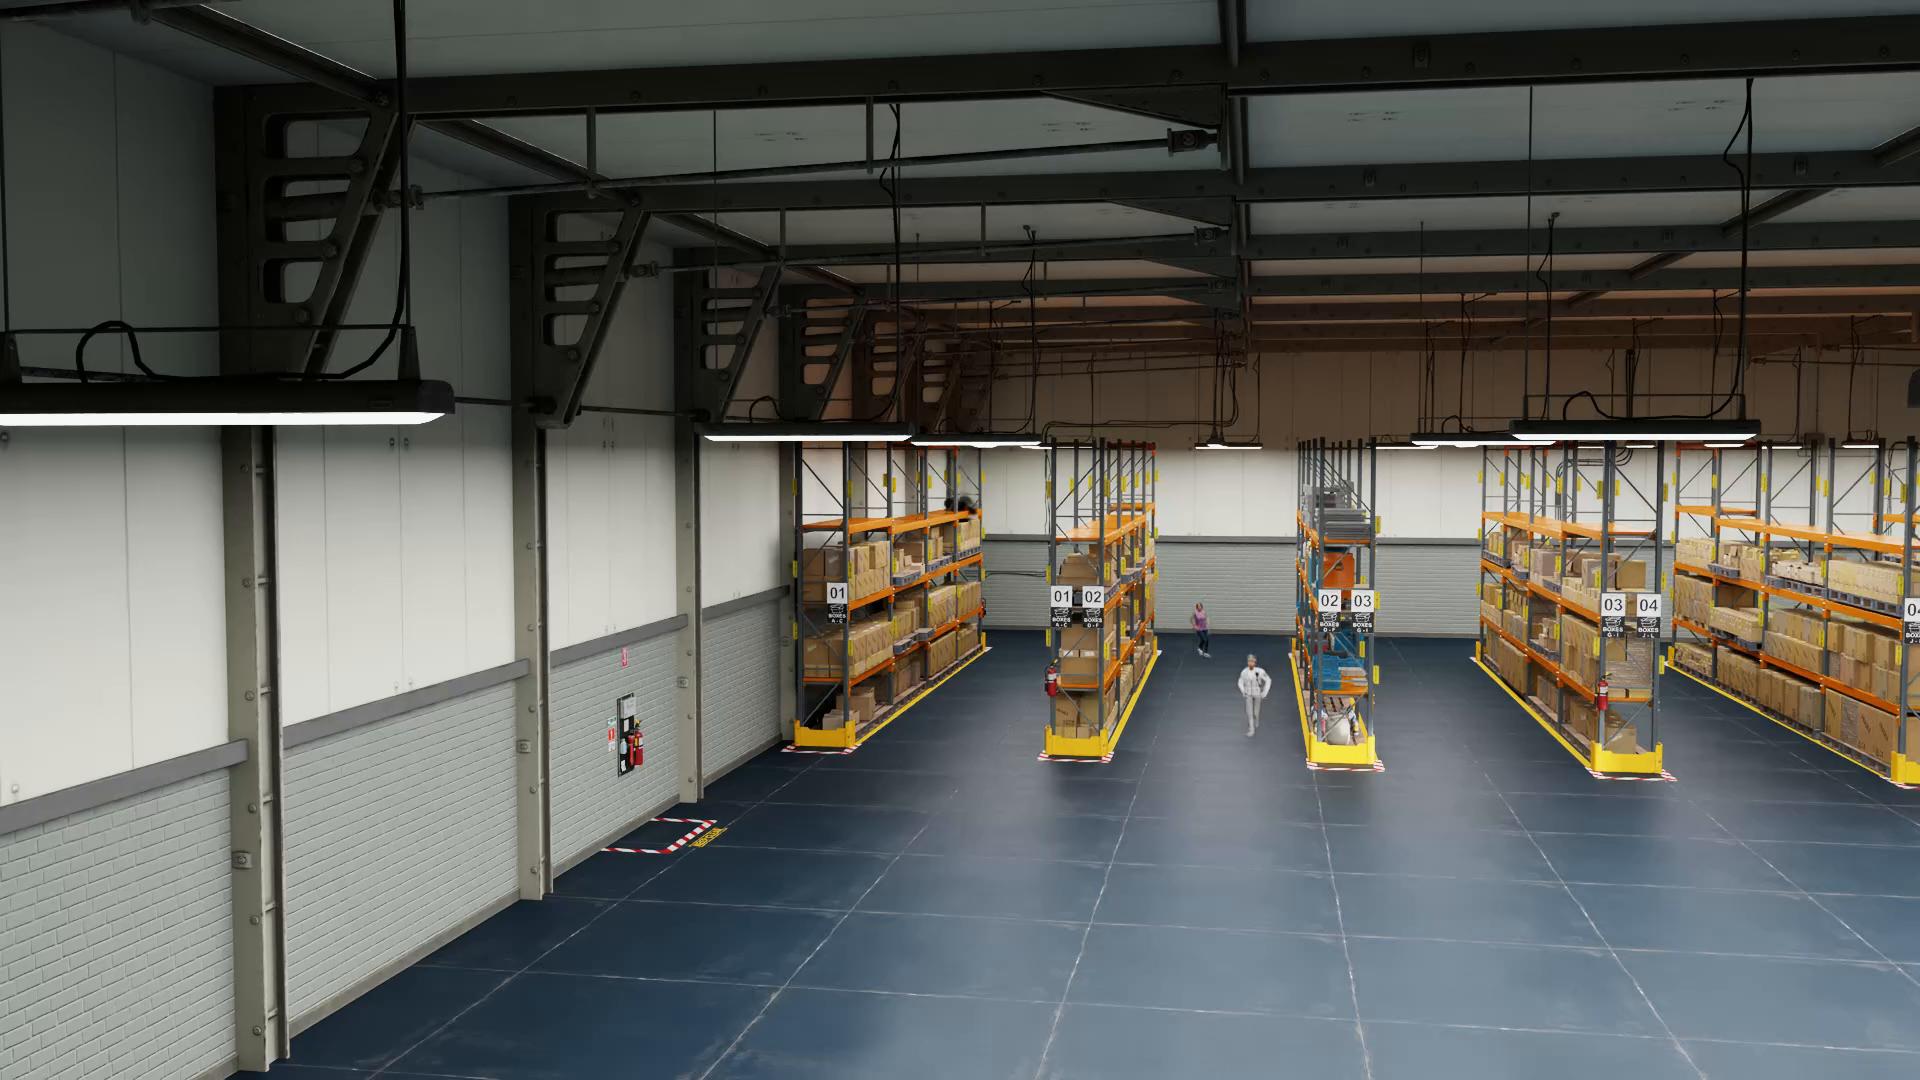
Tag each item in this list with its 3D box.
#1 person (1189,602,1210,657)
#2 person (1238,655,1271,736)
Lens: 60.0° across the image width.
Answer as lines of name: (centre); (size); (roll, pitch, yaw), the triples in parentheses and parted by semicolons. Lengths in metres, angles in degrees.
person: (6.714, 2.505, 46.297); (0.542, 1.535, 0.533); (-1, 3, -18)
person: (5.915, 3.132, 33.528); (0.641, 1.666, 0.603); (1, 3, 21)
